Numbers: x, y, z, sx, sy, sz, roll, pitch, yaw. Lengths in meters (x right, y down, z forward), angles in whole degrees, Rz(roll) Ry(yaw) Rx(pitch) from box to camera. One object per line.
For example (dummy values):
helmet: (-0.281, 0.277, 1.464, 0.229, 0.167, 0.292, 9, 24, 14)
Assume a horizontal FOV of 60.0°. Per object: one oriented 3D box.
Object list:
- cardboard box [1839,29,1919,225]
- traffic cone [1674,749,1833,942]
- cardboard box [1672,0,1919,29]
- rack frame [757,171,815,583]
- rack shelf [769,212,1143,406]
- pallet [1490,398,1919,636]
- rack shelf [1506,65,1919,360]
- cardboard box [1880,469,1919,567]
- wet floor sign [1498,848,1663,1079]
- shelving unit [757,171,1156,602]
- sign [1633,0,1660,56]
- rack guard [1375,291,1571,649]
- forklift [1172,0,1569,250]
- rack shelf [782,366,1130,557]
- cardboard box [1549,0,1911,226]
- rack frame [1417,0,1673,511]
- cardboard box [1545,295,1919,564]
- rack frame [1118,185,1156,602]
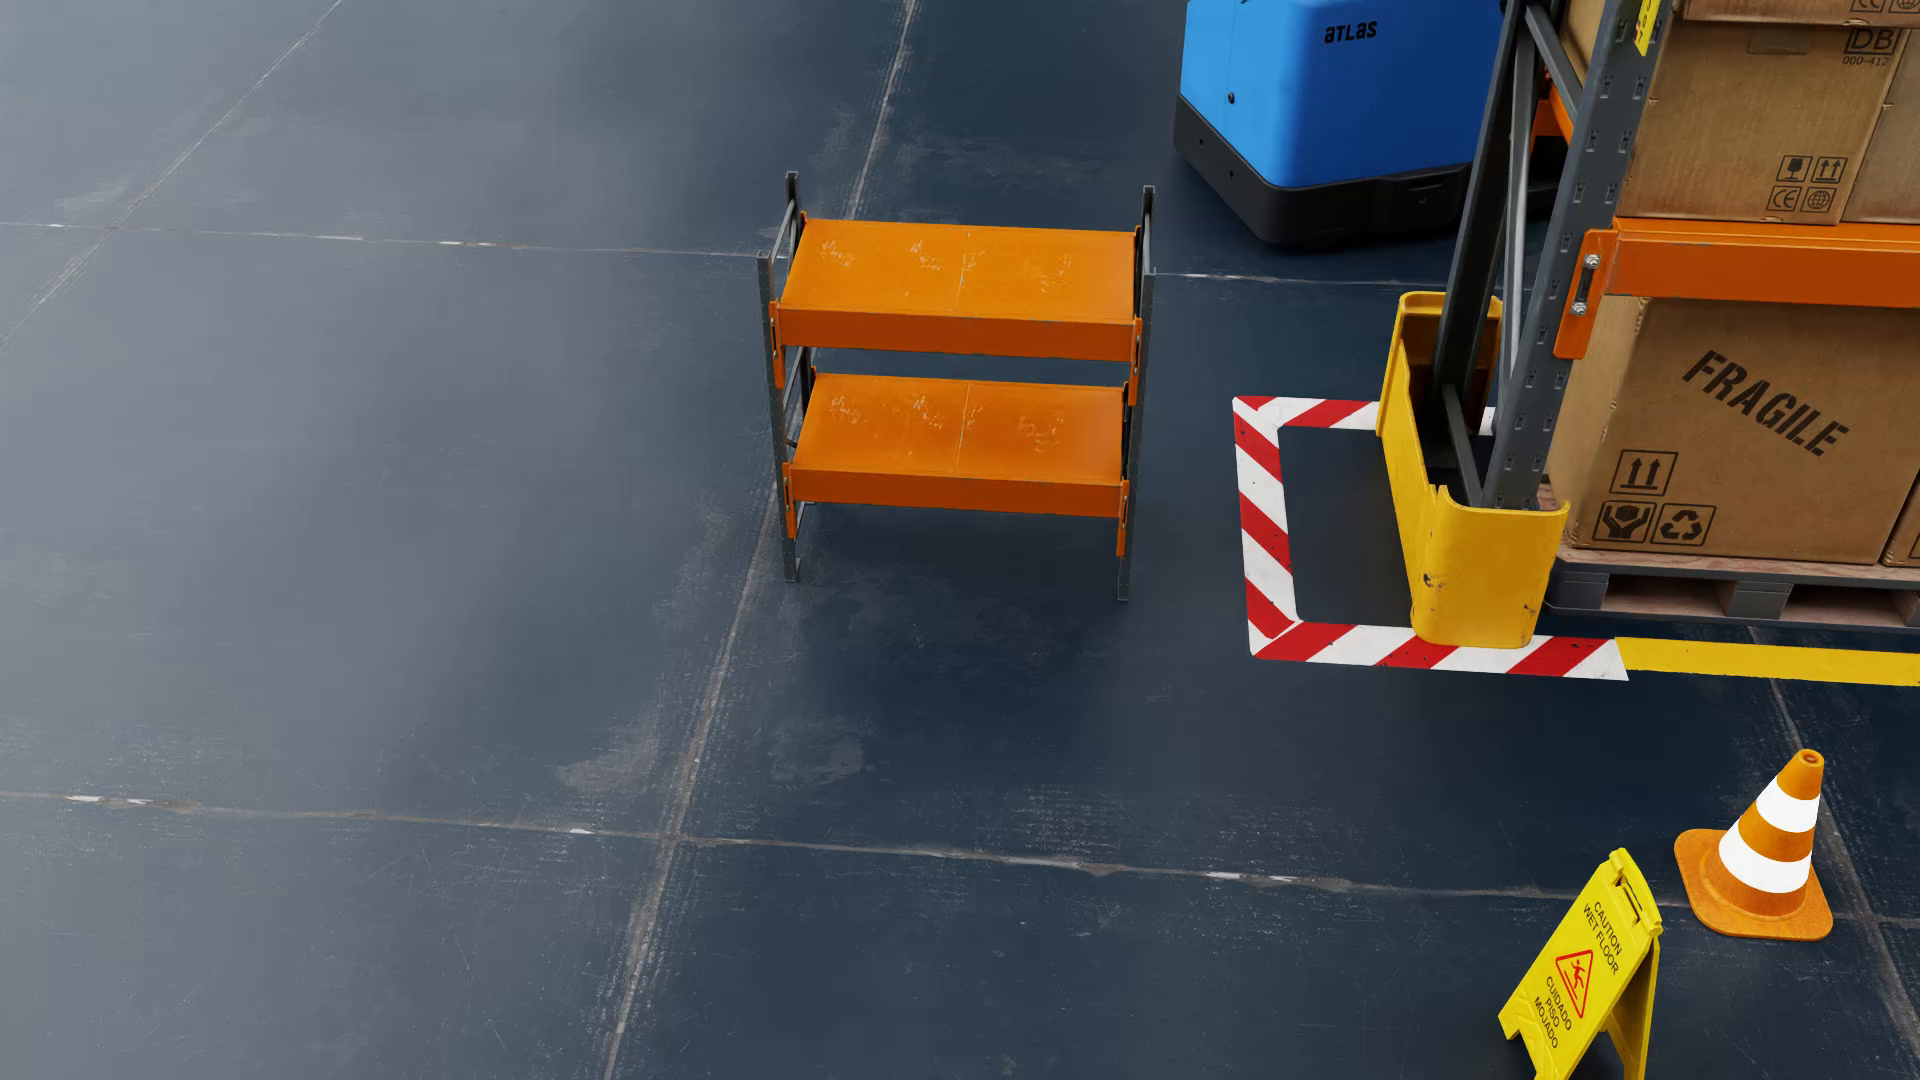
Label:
cardboard box: (2.506, -1.267, 4.312, 0.550, 0.550, 0.875, 3, 39, 4)
traffic cone: (1.989, 0.689, 4.037, 0.334, 0.463, 0.336, 3, 39, 4)
cardboard box: (1.949, -1.649, 3.926, 0.550, 0.550, 0.875, 3, 39, 4)
rack frame: (-0.500, -0.464, 4.928, 0.032, 1.125, 0.500, 3, 39, 4)
rack shelf: (0.007, -0.663, 4.710, 1.000, 0.278, 0.538, 3, 39, 4)
pallet: (2.386, -0.141, 5.256, 1.213, 0.211, 1.003, 3, 39, 4)
rack shelf: (3.575, -0.829, 4.462, 4.000, 0.370, 1.077, 3, 39, 4)
cardboard box: (3.141, -0.514, 4.855, 0.875, 0.875, 0.875, 3, 39, 3)
wet floor sign: (1.383, 0.940, 3.584, 0.232, 0.644, 0.267, -3, 39, -4)
shelving unit: (0.007, -0.436, 4.894, 1.048, 1.125, 0.538, 3, 39, 4)
sign: (1.529, -1.235, 3.642, 0.005, 0.325, 0.100, 3, 39, 4)
rack guard: (1.559, -0.249, 5.159, 0.348, 0.500, 1.175, 3, 39, 4)
forklift: (2.502, -2.827, 6.402, 3.031, 2.935, 1.130, -11, 40, -13)
rack shelf: (0.007, -0.246, 5.049, 1.000, 0.278, 0.538, 3, 39, 4)
cardboard box: (1.956, -1.283, 4.332, 0.550, 0.550, 0.875, 3, 39, 4)
rack frame: (1.583, -1.217, 4.369, 0.127, 3.000, 1.000, 3, 39, 4)
cardboard box: (2.264, -0.560, 4.913, 0.875, 0.875, 0.875, 3, 39, 4)
rack frame: (0.513, -0.408, 4.860, 0.032, 1.125, 0.500, 3, 39, 4)
